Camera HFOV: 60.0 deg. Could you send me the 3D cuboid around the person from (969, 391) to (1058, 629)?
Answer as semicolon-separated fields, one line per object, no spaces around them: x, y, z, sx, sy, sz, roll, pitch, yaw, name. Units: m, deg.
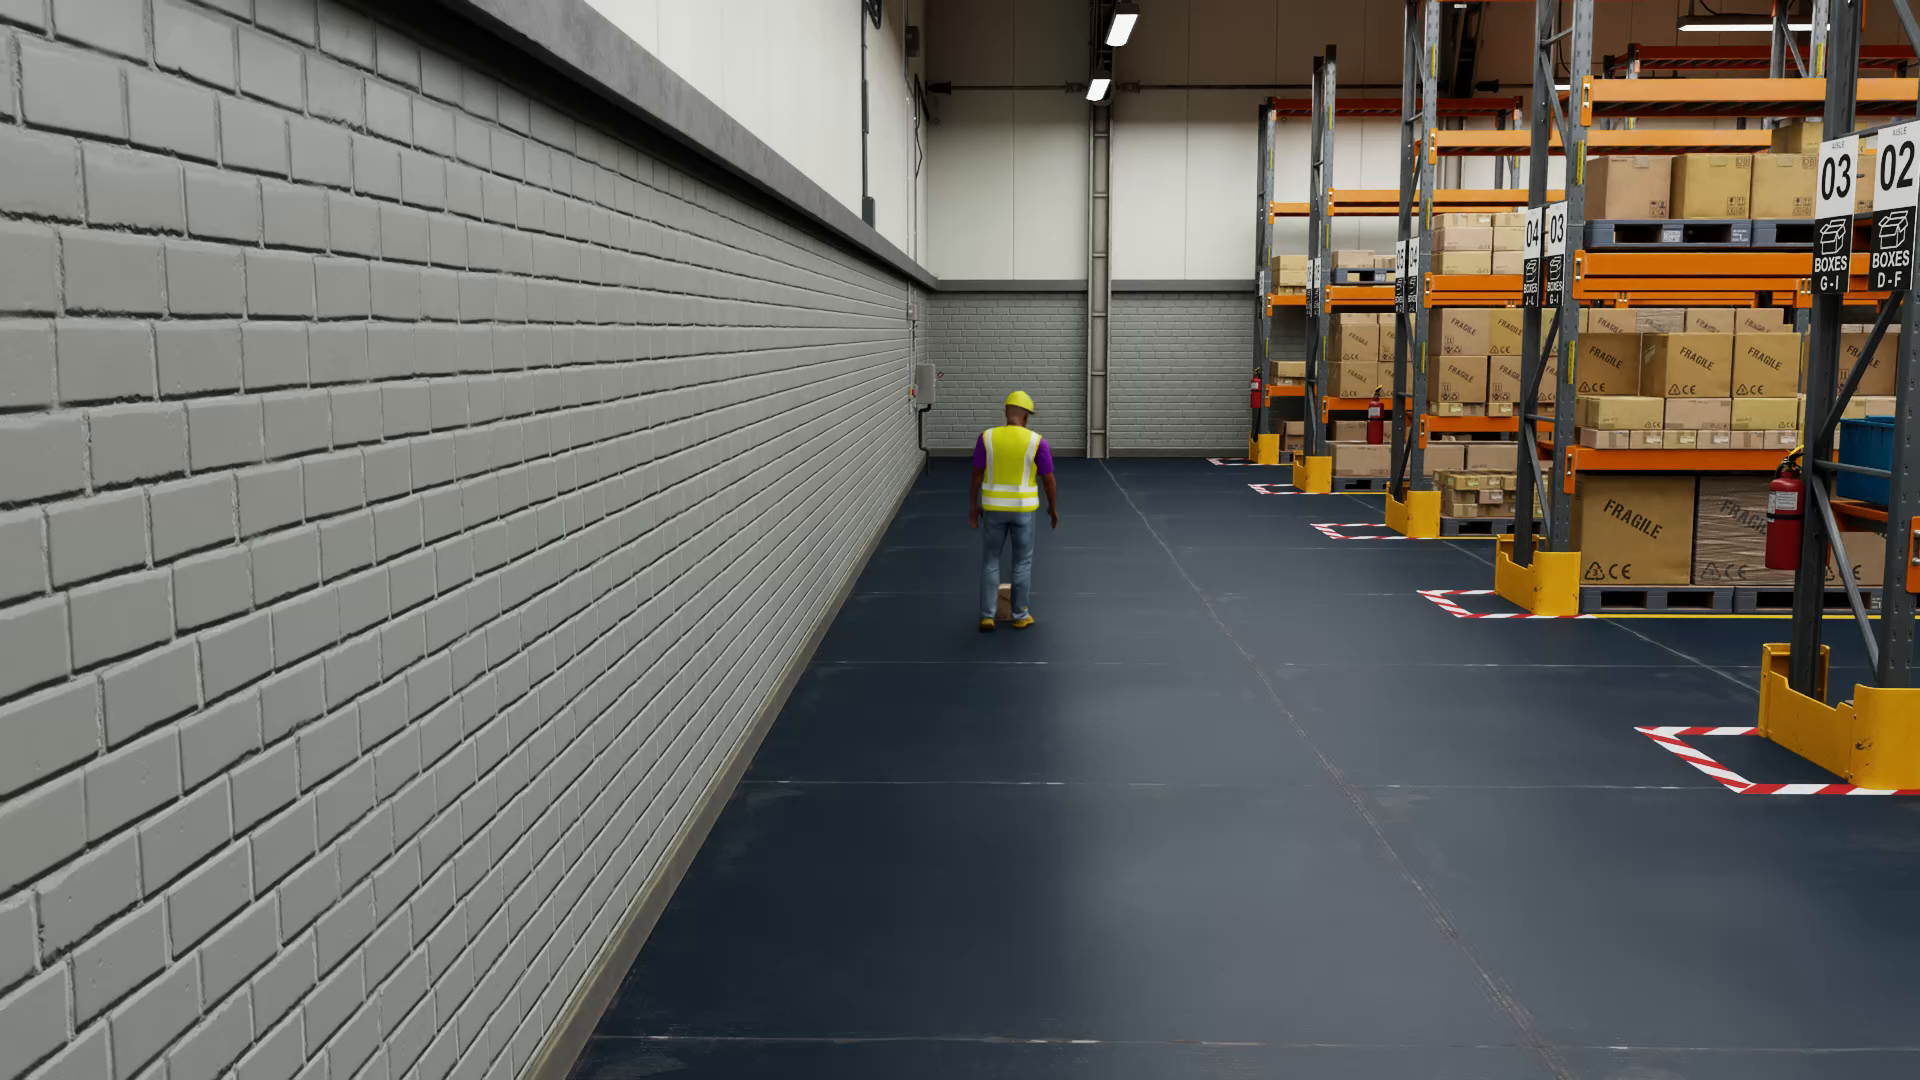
0.399;-0.190;12.384;0.658;1.841;0.482;1;7;10;person
